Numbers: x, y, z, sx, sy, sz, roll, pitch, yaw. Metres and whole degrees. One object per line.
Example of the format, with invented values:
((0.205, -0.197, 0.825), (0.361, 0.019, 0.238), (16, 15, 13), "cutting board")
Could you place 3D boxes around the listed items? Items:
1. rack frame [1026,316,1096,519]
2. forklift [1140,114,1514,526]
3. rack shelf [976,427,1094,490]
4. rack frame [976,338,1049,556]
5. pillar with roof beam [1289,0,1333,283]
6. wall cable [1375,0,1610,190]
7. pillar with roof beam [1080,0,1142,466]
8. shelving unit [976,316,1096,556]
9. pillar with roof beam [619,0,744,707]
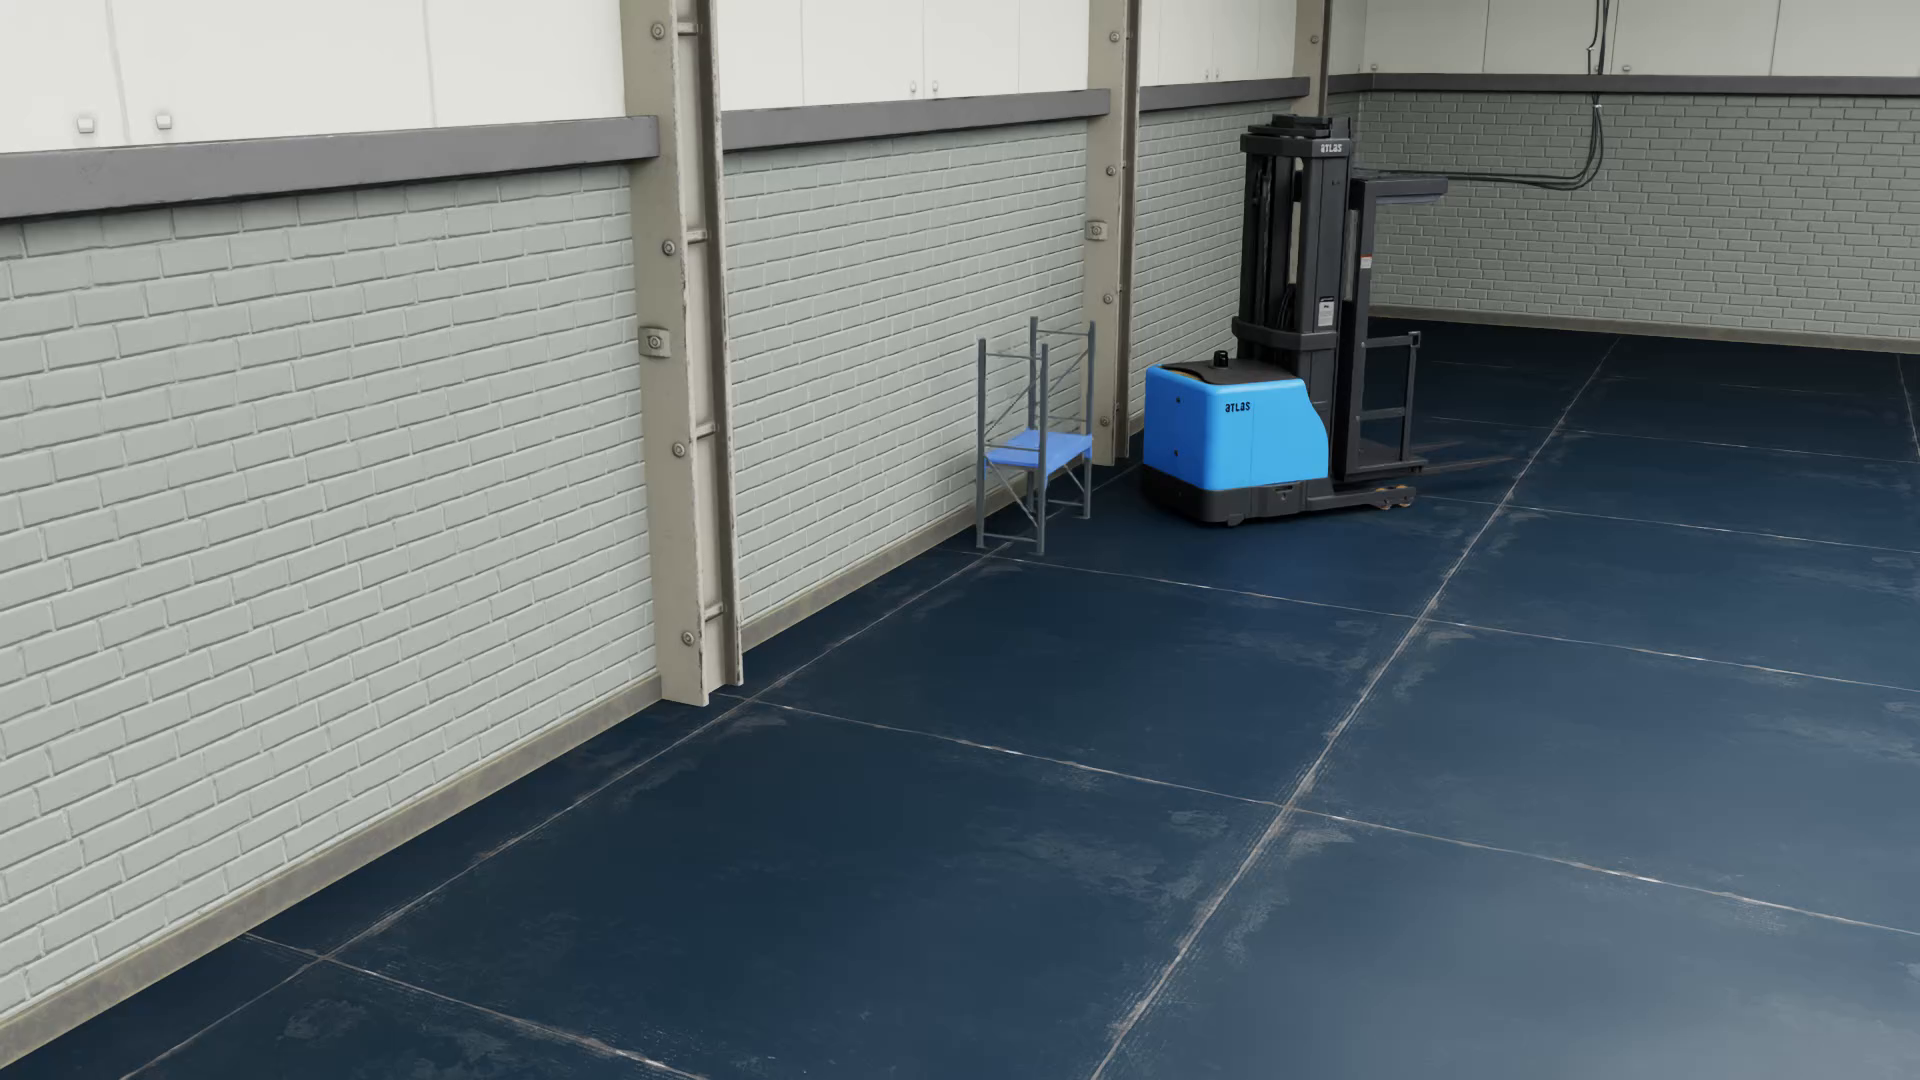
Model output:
((0.751, -0.907, 12.433), (0.500, 1.500, 0.032), (7, 18, 22), "rack frame")
((2.975, -1.767, 12.825), (3.031, 2.935, 1.130), (-7, 18, -23), "forklift")
((0.553, -0.599, 12.037), (0.538, 0.185, 1.000), (7, 18, 22), "rack shelf")
((0.359, -0.635, 11.536), (0.500, 1.500, 0.032), (7, 18, 22), "rack frame")
((7.777, -5.990, 16.388), (9.100, 9.000, 0.400), (8, 18, 25), "pillar with roof beam")
((6.425, -5.632, 20.634), (3.097, 2.526, 0.112), (8, 18, 25), "wall cable")
((5.096, -4.462, 11.243), (9.100, 9.000, 0.400), (8, 18, 25), "pillar with roof beam")
((0.555, -0.771, 11.985), (0.538, 1.500, 1.048), (7, 18, 22), "shelving unit")
((2.415, -2.934, 6.097), (9.100, 9.000, 0.400), (8, 18, 25), "pillar with roof beam")
